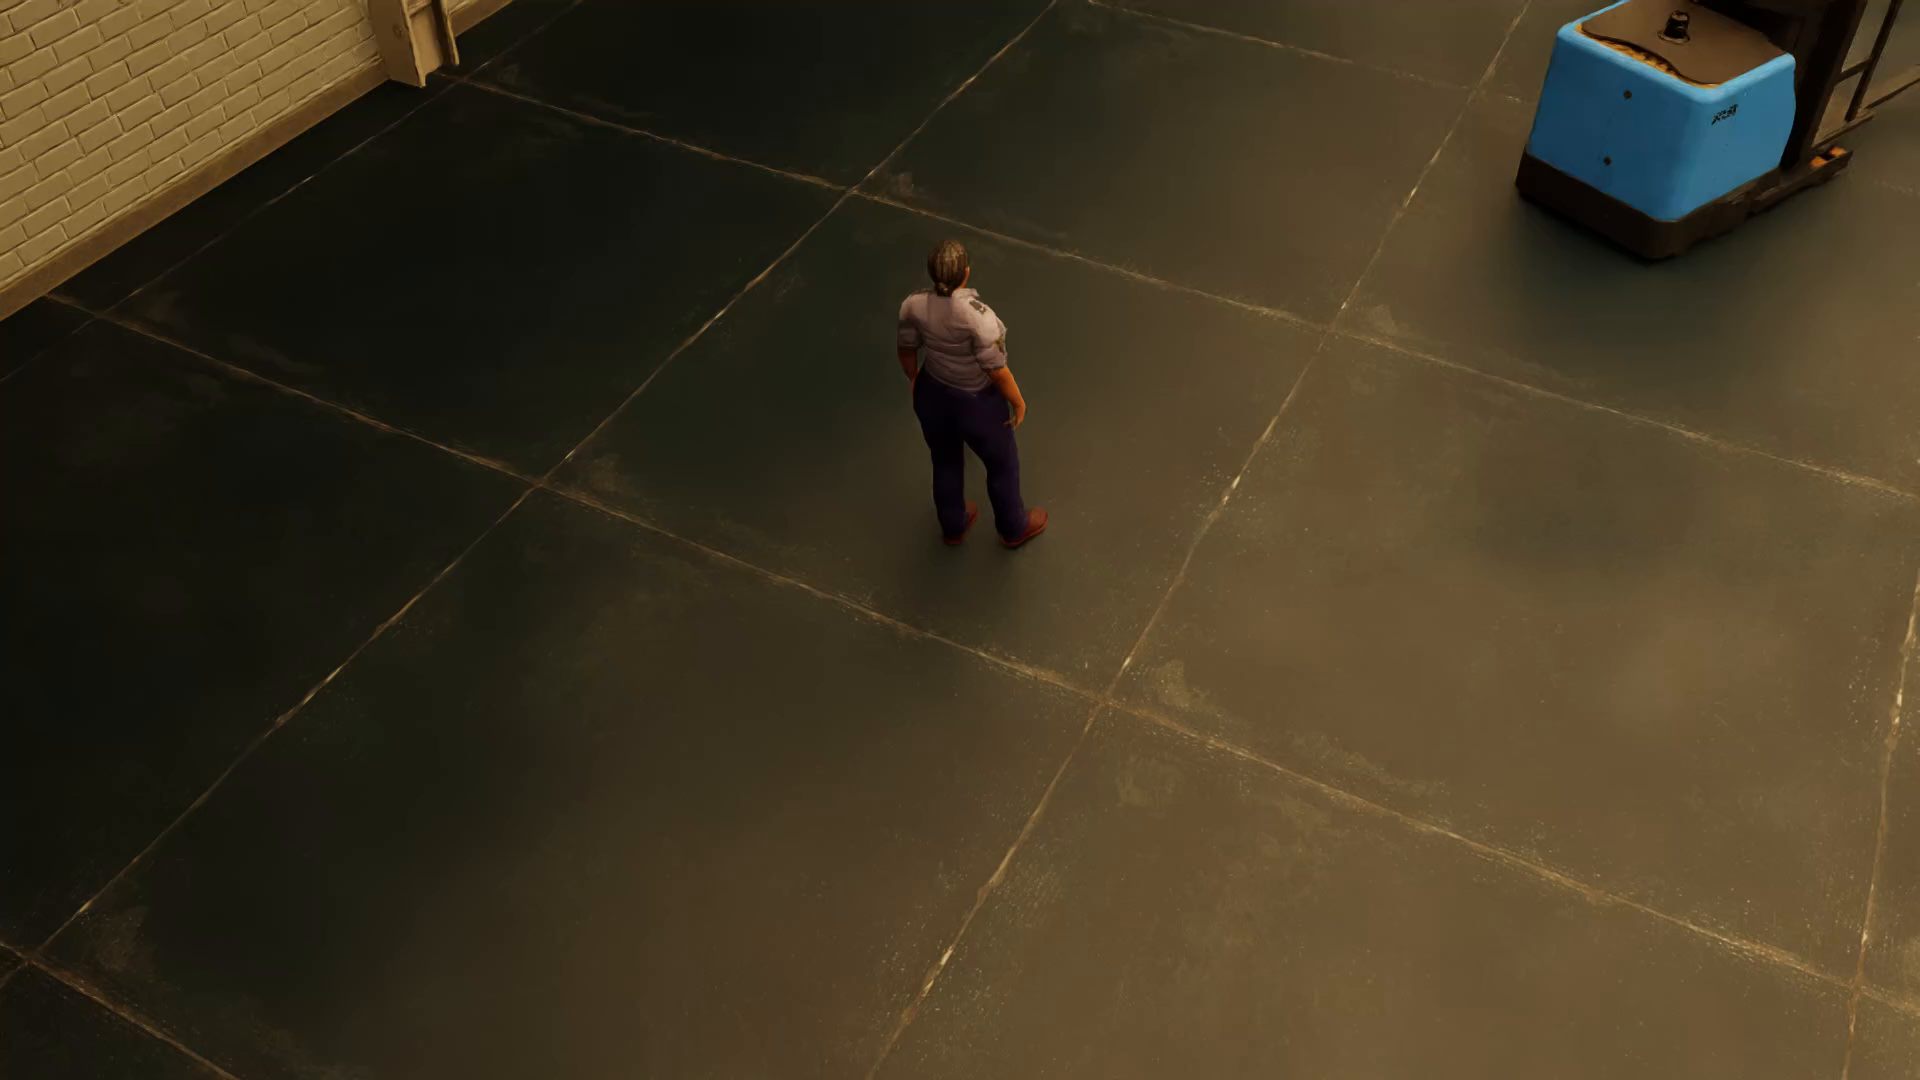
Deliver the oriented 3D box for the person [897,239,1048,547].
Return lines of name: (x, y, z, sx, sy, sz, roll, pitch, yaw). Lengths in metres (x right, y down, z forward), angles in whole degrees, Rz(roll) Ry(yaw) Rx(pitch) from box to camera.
person: (0.062, -0.652, 7.272, 0.599, 1.650, 0.502, 20, 47, 20)

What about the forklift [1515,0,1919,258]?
forklift: (4.805, -3.480, 9.348, 3.031, 2.935, 1.130, -27, 50, -26)
